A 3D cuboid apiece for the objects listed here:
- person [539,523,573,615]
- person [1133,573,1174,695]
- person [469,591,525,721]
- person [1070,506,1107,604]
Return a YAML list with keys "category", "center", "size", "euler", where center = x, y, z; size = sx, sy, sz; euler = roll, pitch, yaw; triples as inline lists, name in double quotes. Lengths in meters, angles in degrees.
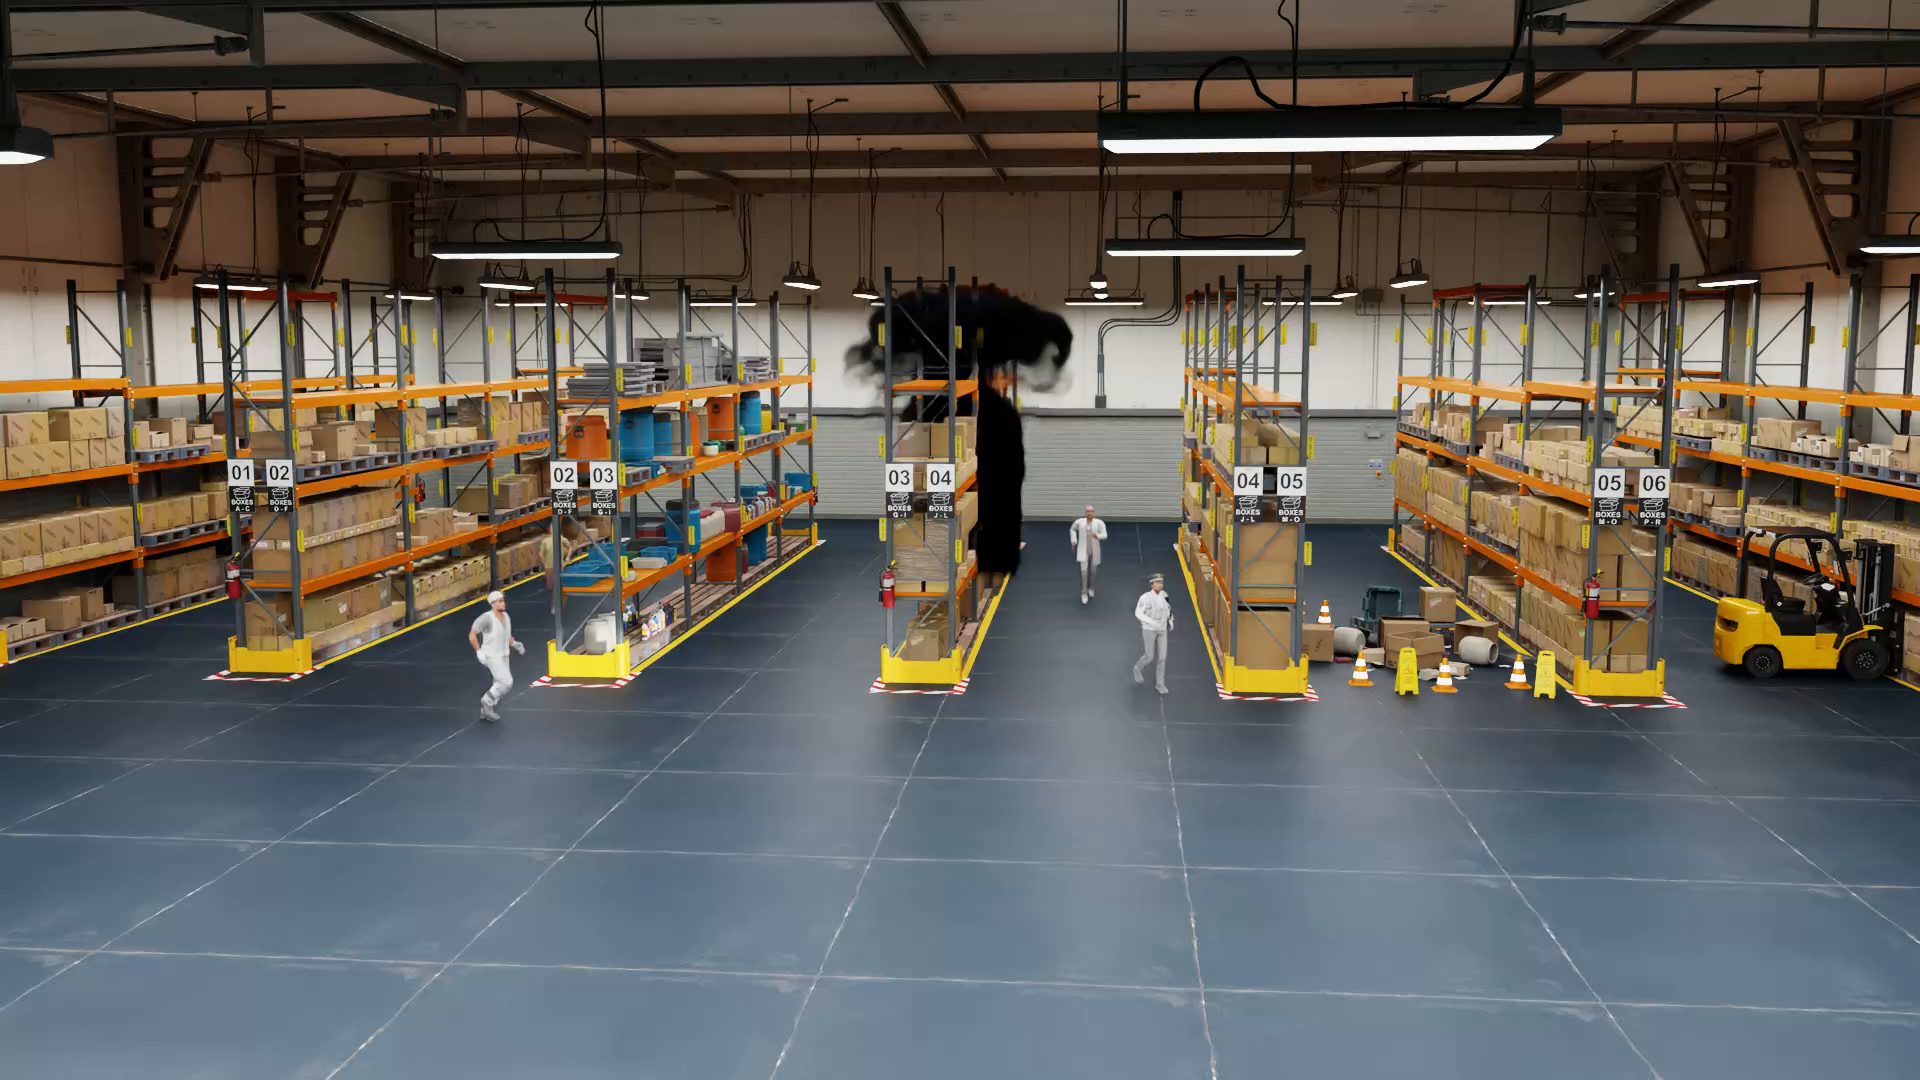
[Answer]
- category: "person"
  center: [-7.397, 0.506, 30.410]
  size: [0.593, 1.635, 0.894]
  euler: [-1, 7, -6]
- category: "person"
  center: [2.769, 1.304, 23.721]
  size: [0.639, 1.706, 0.781]
  euler: [-3, 8, -23]
- category: "person"
  center: [-6.018, 1.518, 21.674]
  size: [0.660, 1.722, 0.598]
  euler: [3, 8, 23]
- category: "person"
  center: [2.460, 0.247, 31.759]
  size: [0.684, 1.815, 0.922]
  euler: [0, 7, 0]
